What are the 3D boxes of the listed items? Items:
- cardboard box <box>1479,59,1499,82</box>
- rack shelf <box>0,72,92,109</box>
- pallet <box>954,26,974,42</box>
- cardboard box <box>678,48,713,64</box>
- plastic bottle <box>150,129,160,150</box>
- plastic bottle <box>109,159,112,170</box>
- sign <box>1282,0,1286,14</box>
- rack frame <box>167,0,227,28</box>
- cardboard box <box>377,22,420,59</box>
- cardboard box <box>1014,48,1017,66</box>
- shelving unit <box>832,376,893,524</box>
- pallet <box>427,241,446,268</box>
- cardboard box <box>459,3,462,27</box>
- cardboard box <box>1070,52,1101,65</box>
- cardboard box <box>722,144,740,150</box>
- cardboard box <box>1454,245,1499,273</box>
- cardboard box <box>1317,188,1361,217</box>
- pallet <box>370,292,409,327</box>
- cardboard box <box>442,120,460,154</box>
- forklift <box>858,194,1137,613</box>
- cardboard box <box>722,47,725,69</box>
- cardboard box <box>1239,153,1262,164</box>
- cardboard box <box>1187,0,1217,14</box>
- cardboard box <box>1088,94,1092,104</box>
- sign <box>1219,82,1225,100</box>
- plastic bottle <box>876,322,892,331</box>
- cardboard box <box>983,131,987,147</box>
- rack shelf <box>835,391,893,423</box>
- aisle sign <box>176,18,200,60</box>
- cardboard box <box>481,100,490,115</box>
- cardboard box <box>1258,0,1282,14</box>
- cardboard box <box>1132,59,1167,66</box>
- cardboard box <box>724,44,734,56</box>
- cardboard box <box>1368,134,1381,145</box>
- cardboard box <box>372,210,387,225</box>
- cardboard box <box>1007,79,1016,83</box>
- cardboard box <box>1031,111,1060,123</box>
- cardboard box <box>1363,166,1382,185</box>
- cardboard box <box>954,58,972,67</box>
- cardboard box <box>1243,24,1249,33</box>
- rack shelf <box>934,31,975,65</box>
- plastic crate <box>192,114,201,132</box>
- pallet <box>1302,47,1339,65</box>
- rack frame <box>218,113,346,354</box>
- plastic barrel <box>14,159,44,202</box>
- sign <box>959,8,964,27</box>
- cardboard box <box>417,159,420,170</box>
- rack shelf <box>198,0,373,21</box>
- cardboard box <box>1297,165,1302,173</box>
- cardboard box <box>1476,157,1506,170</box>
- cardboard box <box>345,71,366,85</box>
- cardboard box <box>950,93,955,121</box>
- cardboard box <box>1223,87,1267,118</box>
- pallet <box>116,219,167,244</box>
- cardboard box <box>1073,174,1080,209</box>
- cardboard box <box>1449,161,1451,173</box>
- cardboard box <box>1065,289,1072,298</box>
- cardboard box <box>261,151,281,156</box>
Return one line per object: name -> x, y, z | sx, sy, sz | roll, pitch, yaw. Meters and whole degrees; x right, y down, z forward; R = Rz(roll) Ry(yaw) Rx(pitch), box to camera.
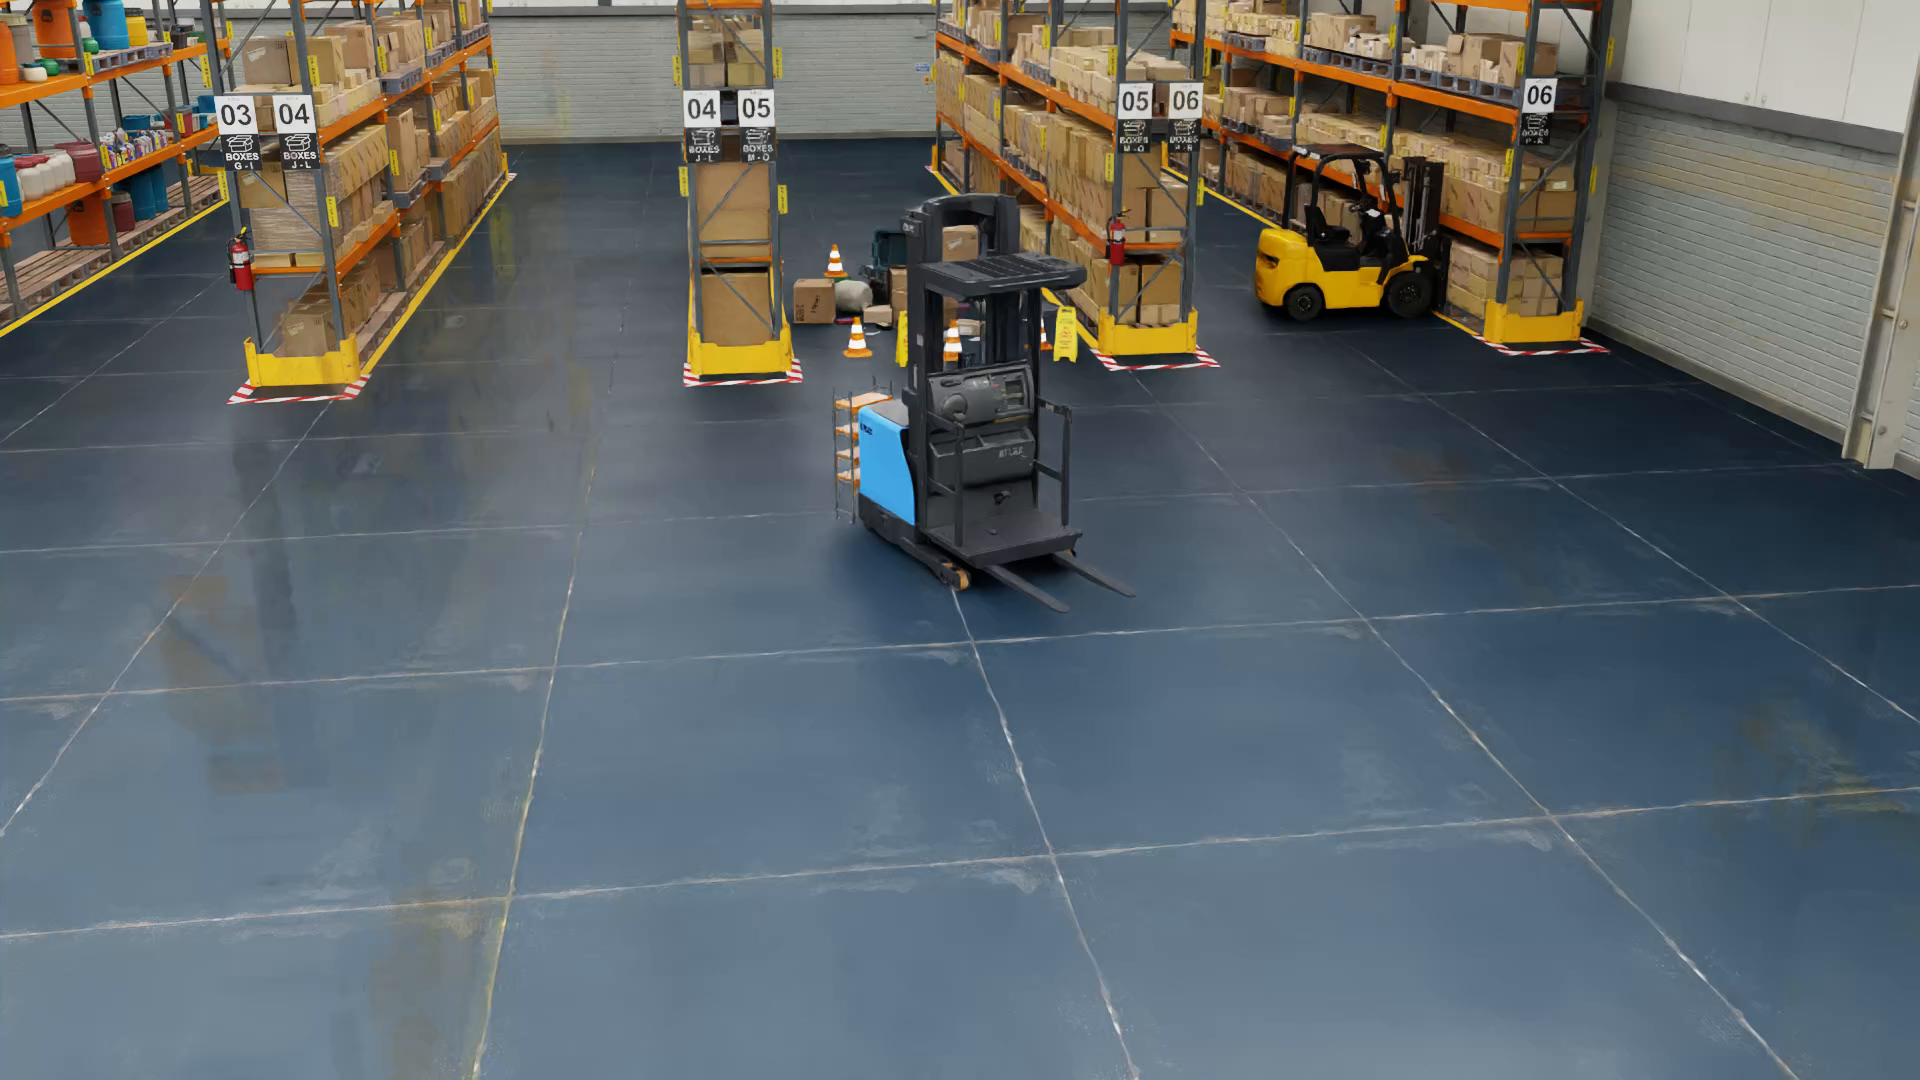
cardboard box -> 6.762, -5.902, 20.893 | 0.396, 0.266, 0.258 | -3, 21, -8
rack shelf -> -13.266, -6.101, 23.005 | 1.077, 0.370, 4.000 | -3, 21, -8
pallet -> 0.469, -9.507, 31.224 | 1.003, 0.211, 1.213 | -3, 21, -8
cardboard box -> -2.961, -5.424, 18.642 | 0.380, 0.149, 0.250 | -3, 21, -7
plastic bottle -> -13.674, -6.785, 28.167 | 0.144, 0.351, 0.185 | -3, 21, -8
plastic bottle -> -13.300, -5.874, 25.939 | 0.097, 0.201, 0.097 | 0, 20, 0
sign -> 6.037, -9.973, 31.041 | 0.100, 0.325, 0.005 | -3, 21, -8
rack frame -> -14.707, -11.305, 31.624 | 1.000, 3.000, 0.127 | -3, 21, -8
cardboard box -> -8.252, -7.332, 24.415 | 0.500, 0.500, 0.500 | -3, 21, -8
cardboard box -> 1.068, -7.611, 26.212 | 0.396, 0.266, 0.258 | -3, 21, -8
shelving unit -> -0.847, -0.793, 14.626 | 0.258, 1.200, 0.503 | 18, 27, 40
pallet -> -8.542, -4.398, 25.690 | 1.003, 0.211, 1.213 | -3, 21, -8
cardboard box -> -9.475, -9.510, 30.218 | 0.700, 0.500, 0.500 | -2, 21, -5
cardboard box -> 1.645, -6.269, 21.647 | 0.380, 0.149, 0.250 | -4, 21, -10
cardboard box -> -2.709, -4.513, 20.256 | 0.875, 0.550, 0.550 | -3, 21, -8
cardboard box -> 6.764, -3.654, 21.613 | 0.500, 0.250, 0.500 | -3, 21, -7
cardboard box -> 6.243, -5.368, 27.096 | 0.875, 0.625, 0.625 | -2, 21, -6
pallet -> -7.945, -3.053, 22.089 | 1.003, 0.211, 1.213 | -3, 21, -8
cardboard box -> -8.678, -6.733, 27.812 | 0.500, 0.500, 0.500 | -3, 21, -8
forklift -> 0.287, -1.151, 13.109 | 1.130, 2.935, 3.031 | -11, 23, -28
cardboard box -> -3.414, -6.620, 22.838 | 0.500, 0.250, 0.500 | -3, 21, -7
cardboard box -> 5.441, -7.123, 31.046 | 0.380, 0.149, 0.250 | -4, 21, -11
cardboard box -> 4.868, -10.688, 33.334 | 0.500, 0.250, 0.500 | -3, 21, -9
cardboard box -> 1.822, -5.547, 20.852 | 0.380, 0.149, 0.250 | -3, 21, -9
sign -> 4.952, -8.487, 31.415 | 0.100, 0.325, 0.005 | -3, 21, -8
plastic bottle -> -0.999, -2.773, 21.553 | 0.133, 0.061, 0.283 | -11, 23, -26
cardboard box -> 0.678, -6.918, 28.665 | 0.500, 0.250, 0.500 | -3, 21, -8
rack shelf -> -0.847, -1.161, 14.488 | 0.258, 0.148, 0.480 | 18, 27, 40
aisle sign -> -15.012, -9.723, 32.246 | 0.394, 0.787, 0.004 | -3, 21, -8
cardboard box -> -9.328, -8.308, 31.961 | 0.500, 0.250, 0.500 | -4, 21, -10
cardboard box -> 5.671, -9.784, 30.435 | 0.396, 0.266, 0.258 | -3, 21, -8
cardboard box -> 2.337, -5.847, 20.516 | 0.380, 0.149, 0.250 | -3, 21, -8
cardboard box -> -2.756, -6.191, 21.263 | 0.500, 0.250, 0.500 | -3, 21, -8
cardboard box -> 6.334, -5.975, 24.857 | 0.380, 0.149, 0.250 | -3, 21, -8
cardboard box -> -7.605, -4.155, 21.413 | 0.380, 0.149, 0.250 | -3, 21, -8
cardboard box -> 1.025, -7.878, 29.449 | 0.500, 0.500, 0.500 | -2, 21, -6
cardboard box -> 1.265, -6.257, 24.586 | 0.380, 0.149, 0.250 | -4, 21, -10
cardboard box -> 6.310, -5.433, 24.689 | 0.500, 0.250, 0.500 | -2, 21, -7
cardboard box -> 0.096, -9.215, 32.103 | 0.380, 0.149, 0.250 | -3, 21, -9
cardboard box -> 5.287, -9.165, 29.798 | 0.380, 0.149, 0.250 | -3, 21, -8
rack shelf -> 0.289, -9.620, 32.428 | 1.077, 0.370, 4.000 | -3, 21, -8
plastic crate -> -14.169, -7.621, 30.417 | 0.437, 0.282, 0.530 | -3, 21, -8
pallet -> 6.251, -7.813, 26.830 | 1.213, 0.211, 1.003 | -2, 21, -5
rack frame -> -7.500, -3.205, 18.511 | 1.000, 3.000, 0.127 | -3, 21, -8
plastic barrel -> -13.004, -5.000, 23.123 | 0.433, 0.535, 0.433 | 0, 20, 0
sign -> 0.028, -9.516, 30.267 | 0.100, 0.325, 0.005 | -3, 21, -8
cardboard box -> -8.145, -5.545, 24.367 | 0.396, 0.266, 0.258 | -4, 21, -9
rack shelf -> -7.788, -6.369, 19.441 | 1.077, 0.370, 4.000 | -3, 21, -8
cardboard box -> 6.138, -6.615, 29.684 | 0.380, 0.149, 0.250 | -3, 21, -9
cardboard box -> 6.865, -4.823, 21.347 | 0.380, 0.149, 0.250 | -3, 21, -7
cardboard box -> -7.608, -5.740, 20.655 | 0.380, 0.149, 0.250 | -4, 21, -9
cardboard box -> 0.091, -8.406, 32.291 | 0.500, 0.500, 0.500 | -3, 21, -9
cardboard box -> 5.337, -8.176, 31.077 | 0.700, 0.500, 0.500 | -2, 21, -6
pallet -> -13.882, -5.111, 27.599 | 1.003, 0.211, 1.213 | -3, 21, -8
cardboard box -> 1.765, -4.589, 21.647 | 0.500, 0.500, 0.500 | -3, 21, -7
cardboard box -> 6.735, -4.947, 22.105 | 0.380, 0.149, 0.250 | -3, 21, -8
cardboard box -> 1.715, -3.413, 22.396 | 0.500, 0.250, 0.500 | -3, 21, -8
cardboard box -> -7.901, -4.211, 19.205 | 0.500, 0.500, 0.500 | -3, 21, -8
